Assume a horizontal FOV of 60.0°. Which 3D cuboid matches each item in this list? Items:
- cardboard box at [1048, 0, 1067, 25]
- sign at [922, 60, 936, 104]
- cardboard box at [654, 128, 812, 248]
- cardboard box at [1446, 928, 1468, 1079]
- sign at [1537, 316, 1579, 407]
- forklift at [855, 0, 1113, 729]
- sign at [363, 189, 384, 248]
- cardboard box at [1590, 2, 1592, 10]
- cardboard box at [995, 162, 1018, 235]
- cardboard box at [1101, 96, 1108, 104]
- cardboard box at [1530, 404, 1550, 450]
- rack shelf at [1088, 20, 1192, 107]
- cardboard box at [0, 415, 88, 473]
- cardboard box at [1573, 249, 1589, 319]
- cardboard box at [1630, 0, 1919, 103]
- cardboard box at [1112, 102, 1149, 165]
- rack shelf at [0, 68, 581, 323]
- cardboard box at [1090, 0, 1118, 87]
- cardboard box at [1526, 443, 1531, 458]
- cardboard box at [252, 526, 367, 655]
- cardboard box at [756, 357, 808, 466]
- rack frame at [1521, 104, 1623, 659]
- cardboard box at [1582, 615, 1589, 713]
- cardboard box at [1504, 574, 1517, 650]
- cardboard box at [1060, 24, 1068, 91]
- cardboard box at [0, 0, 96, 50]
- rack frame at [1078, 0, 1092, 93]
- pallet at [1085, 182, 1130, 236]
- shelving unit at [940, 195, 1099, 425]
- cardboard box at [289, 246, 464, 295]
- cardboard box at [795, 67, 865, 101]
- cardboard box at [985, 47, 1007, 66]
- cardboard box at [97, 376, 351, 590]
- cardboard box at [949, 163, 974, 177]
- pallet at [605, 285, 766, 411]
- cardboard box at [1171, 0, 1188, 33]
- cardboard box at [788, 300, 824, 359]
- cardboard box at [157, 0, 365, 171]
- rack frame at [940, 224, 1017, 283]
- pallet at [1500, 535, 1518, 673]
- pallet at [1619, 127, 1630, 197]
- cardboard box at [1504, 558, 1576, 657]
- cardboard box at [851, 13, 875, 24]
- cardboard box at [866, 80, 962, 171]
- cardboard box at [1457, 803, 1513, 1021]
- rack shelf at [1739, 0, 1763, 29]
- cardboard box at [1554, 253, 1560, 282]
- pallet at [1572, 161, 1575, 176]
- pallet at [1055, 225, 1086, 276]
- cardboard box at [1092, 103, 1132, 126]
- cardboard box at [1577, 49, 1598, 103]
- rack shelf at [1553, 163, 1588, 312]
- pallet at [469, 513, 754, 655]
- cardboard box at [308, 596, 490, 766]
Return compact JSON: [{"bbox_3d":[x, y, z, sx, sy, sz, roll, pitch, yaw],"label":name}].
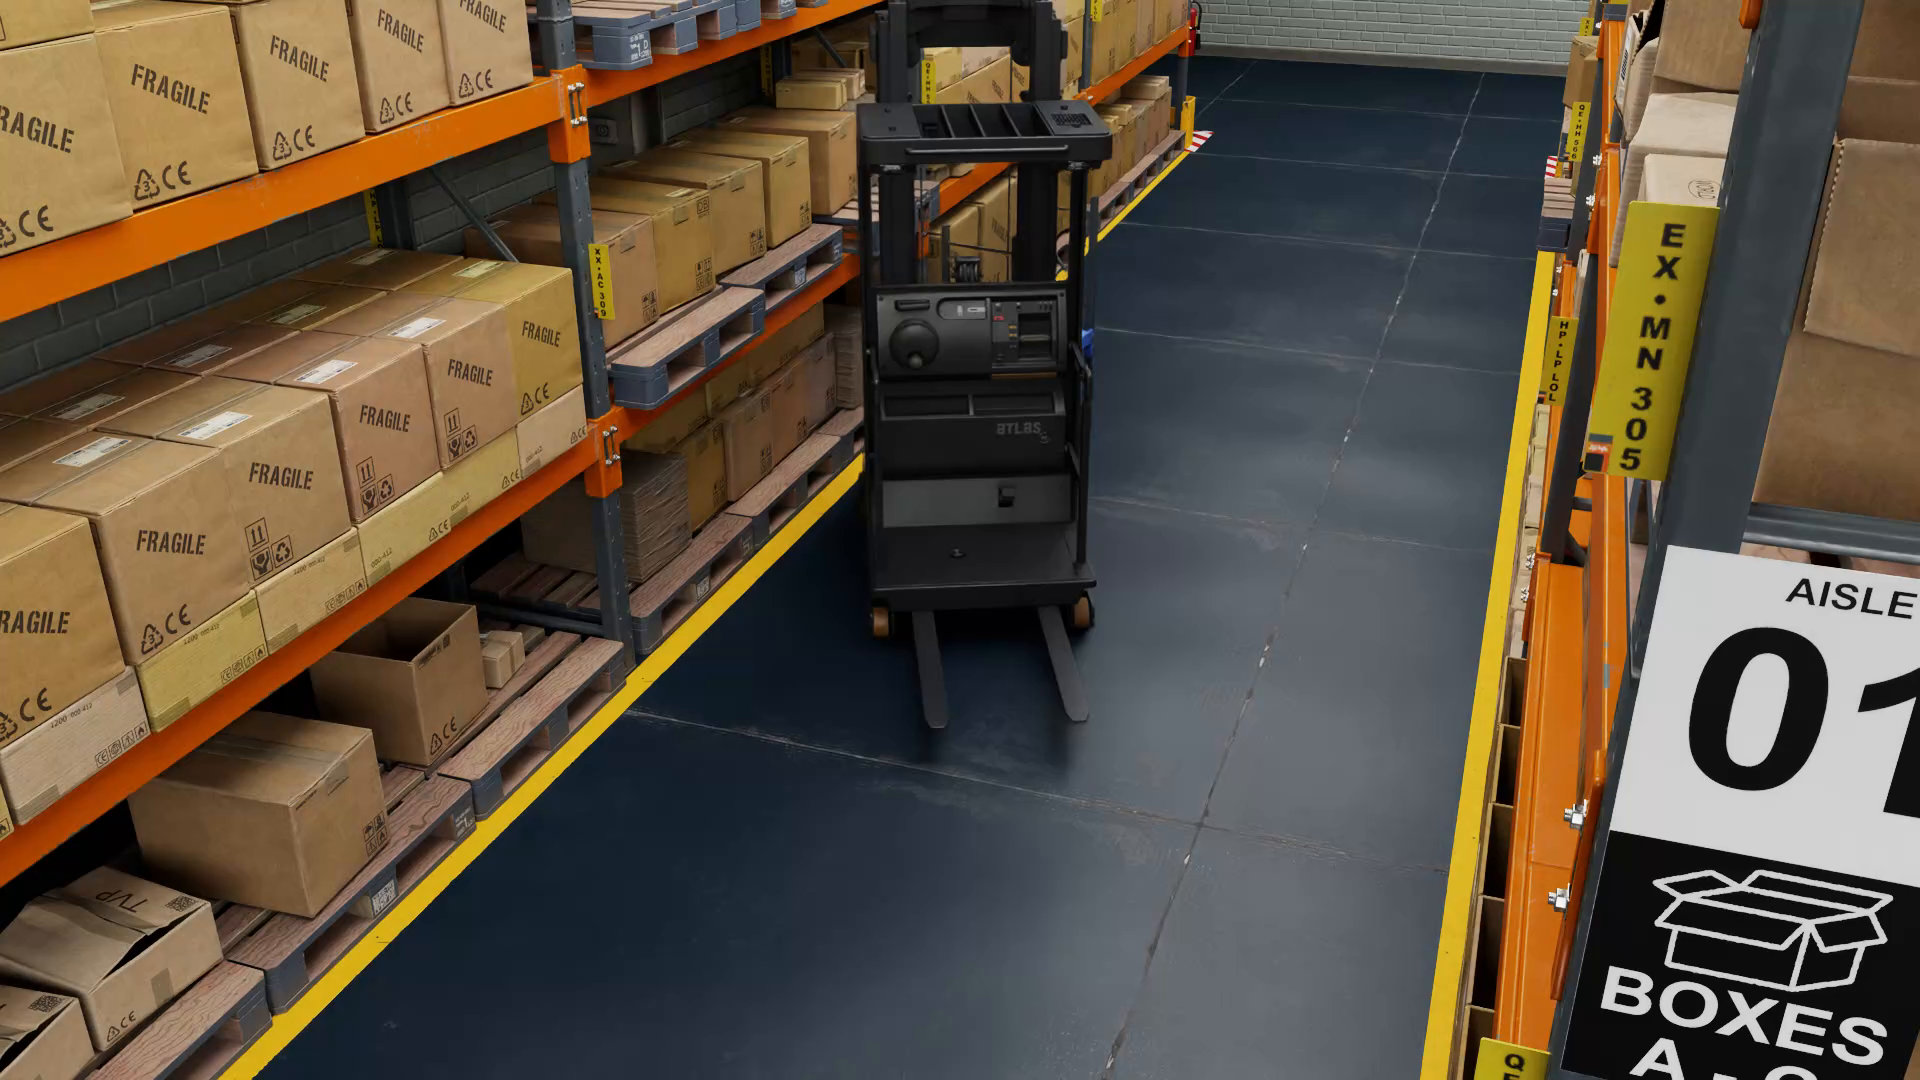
[{"bbox_3d":[0.524,-4.161,13.062,0.500,0.250,0.500,9,27,19],"label":"cardboard box"},{"bbox_3d":[-0.199,-2.840,10.436,0.100,0.325,0.005,9,27,17],"label":"sign"},{"bbox_3d":[-1.254,-1.962,9.242,0.700,0.500,0.500,9,27,17],"label":"cardboard box"},{"bbox_3d":[1.845,1.536,5.309,0.500,0.250,0.500,9,27,17],"label":"cardboard box"},{"bbox_3d":[2.113,-0.629,5.869,0.100,0.325,0.005,9,27,17],"label":"sign"},{"bbox_3d":[0.080,-0.987,7.924,1.130,2.935,3.031,-2,26,-4],"label":"forklift"},{"bbox_3d":[-2.569,-1.386,7.341,0.100,0.325,0.005,9,27,17],"label":"sign"},{"bbox_3d":[5.887,-4.930,14.728,0.500,0.500,0.500,9,27,18],"label":"cardboard box"},{"bbox_3d":[0.231,-2.643,13.251,0.750,0.750,0.750,10,27,19],"label":"cardboard box"},{"bbox_3d":[1.243,-4.330,16.393,0.380,0.149,0.250,9,27,18],"label":"cardboard box"},{"bbox_3d":[3.341,-0.527,8.925,0.500,0.311,0.500,8,27,16],"label":"cardboard box"},{"bbox_3d":[1.283,-4.571,16.075,1.077,0.370,4.000,9,27,17],"label":"rack shelf"},{"bbox_3d":[-3.075,-0.064,5.228,0.500,0.500,0.500,8,27,16],"label":"cardboard box"},{"bbox_3d":[3.479,-1.333,8.663,0.500,0.311,0.500,8,27,17],"label":"cardboard box"},{"bbox_3d":[1.961,-1.059,3.792,0.797,0.503,0.637,12,28,23],"label":"cardboard box"},{"bbox_3d":[1.477,-4.066,16.593,0.700,0.500,0.500,8,27,16],"label":"cardboard box"},{"bbox_3d":[-2.710,-0.990,5.236,1.077,0.370,4.000,9,27,17],"label":"rack shelf"},{"bbox_3d":[0.813,-4.429,14.611,0.980,0.700,0.700,9,27,18],"label":"cardboard box"},{"bbox_3d":[3.508,-0.491,9.496,0.500,0.250,0.500,9,27,17],"label":"cardboard box"},{"bbox_3d":[-2.409,0.131,5.687,0.500,0.250,0.500,9,27,18],"label":"cardboard box"},{"bbox_3d":[-1.324,-0.796,9.815,0.700,0.500,0.500,9,27,17],"label":"cardboard box"},{"bbox_3d":[2.628,-0.069,5.950,1.000,3.000,0.127,9,27,17],"label":"rack frame"},{"bbox_3d":[2.317,0.287,5.100,0.700,0.500,0.500,8,27,17],"label":"cardboard box"},{"bbox_3d":[2.832,0.350,7.759,0.500,0.250,0.500,9,27,19],"label":"cardboard box"},{"bbox_3d":[0.541,-3.824,13.226,0.500,0.500,0.500,9,27,18],"label":"cardboard box"},{"bbox_3d":[-2.644,-1.530,4.241,0.500,0.500,0.500,10,27,19],"label":"cardboard box"},{"bbox_3d":[0.617,-4.073,14.220,1.000,3.000,0.127,9,27,17],"label":"rack frame"},{"bbox_3d":[0.944,-3.119,15.450,1.003,0.211,1.213,9,27,17],"label":"pallet"},{"bbox_3d":[0.368,-1.278,10.168,0.538,1.500,1.048,14,29,27],"label":"shelving unit"},{"bbox_3d":[-2.398,-0.902,6.959,0.500,0.500,0.500,8,27,16],"label":"cardboard box"},{"bbox_3d":[-0.800,-2.818,10.265,0.380,0.149,0.250,5,26,11],"label":"cardboard box"},{"bbox_3d":[0.021,-3.531,11.761,0.500,0.250,0.500,9,27,18],"label":"cardboard box"},{"bbox_3d":[-2.421,-0.200,5.510,0.500,0.500,0.500,10,27,19],"label":"cardboard box"},{"bbox_3d":[-0.125,-2.626,11.497,0.380,0.149,0.250,10,27,19],"label":"cardboard box"},{"bbox_3d":[-1.653,-0.992,8.077,1.003,0.211,1.213,9,27,17],"label":"pallet"},{"bbox_3d":[1.788,-5.641,17.114,0.980,0.700,0.700,10,28,20],"label":"cardboard box"},{"bbox_3d":[-1.153,-1.311,10.019,0.500,0.250,0.500,9,27,18],"label":"cardboard box"},{"bbox_3d":[-2.309,-1.507,5.341,0.500,0.500,0.500,8,27,15],"label":"cardboard box"},{"bbox_3d":[0.111,-1.087,9.773,0.500,1.500,0.032,14,29,27],"label":"rack frame"},{"bbox_3d":[3.241,0.375,8.233,1.003,0.211,1.213,9,27,17],"label":"pallet"},{"bbox_3d":[2.368,-1.025,4.584,1.003,0.211,1.213,9,27,17],"label":"pallet"},{"bbox_3d":[2.659,0.305,7.208,0.500,0.311,0.500,10,27,19],"label":"cardboard box"},{"bbox_3d":[-0.458,-3.601,11.906,0.500,0.250,0.500,8,27,16],"label":"cardboard box"},{"bbox_3d":[-0.311,-2.780,11.070,0.500,0.500,0.500,10,27,19],"label":"cardboard box"},{"bbox_3d":[1.846,1.198,5.145,0.500,0.500,0.500,9,27,17],"label":"cardboard box"},{"bbox_3d":[1.962,-1.443,3.189,1.077,0.370,4.000,9,27,17],"label":"rack shelf"},{"bbox_3d":[4.899,-2.266,12.851,0.500,0.500,0.500,8,27,15],"label":"cardboard box"},{"bbox_3d":[4.602,-2.426,11.039,1.003,0.211,1.213,9,27,17],"label":"pallet"},{"bbox_3d":[0.432,-2.490,14.151,1.003,0.211,1.213,9,27,17],"label":"pallet"},{"bbox_3d":[1.423,-4.050,15.815,0.380,0.149,0.250,8,27,16],"label":"cardboard box"},{"bbox_3d":[4.752,-3.136,11.689,0.700,0.500,0.500,13,29,26],"label":"cardboard box"},{"bbox_3d":[4.624,-2.211,11.199,1.077,0.370,4.000,9,27,17],"label":"rack shelf"},{"bbox_3d":[-1.787,0.149,8.699,1.003,0.211,1.213,9,27,17],"label":"pallet"},{"bbox_3d":[-2.352,0.574,6.986,0.500,0.500,0.500,7,27,14],"label":"cardboard box"}]
